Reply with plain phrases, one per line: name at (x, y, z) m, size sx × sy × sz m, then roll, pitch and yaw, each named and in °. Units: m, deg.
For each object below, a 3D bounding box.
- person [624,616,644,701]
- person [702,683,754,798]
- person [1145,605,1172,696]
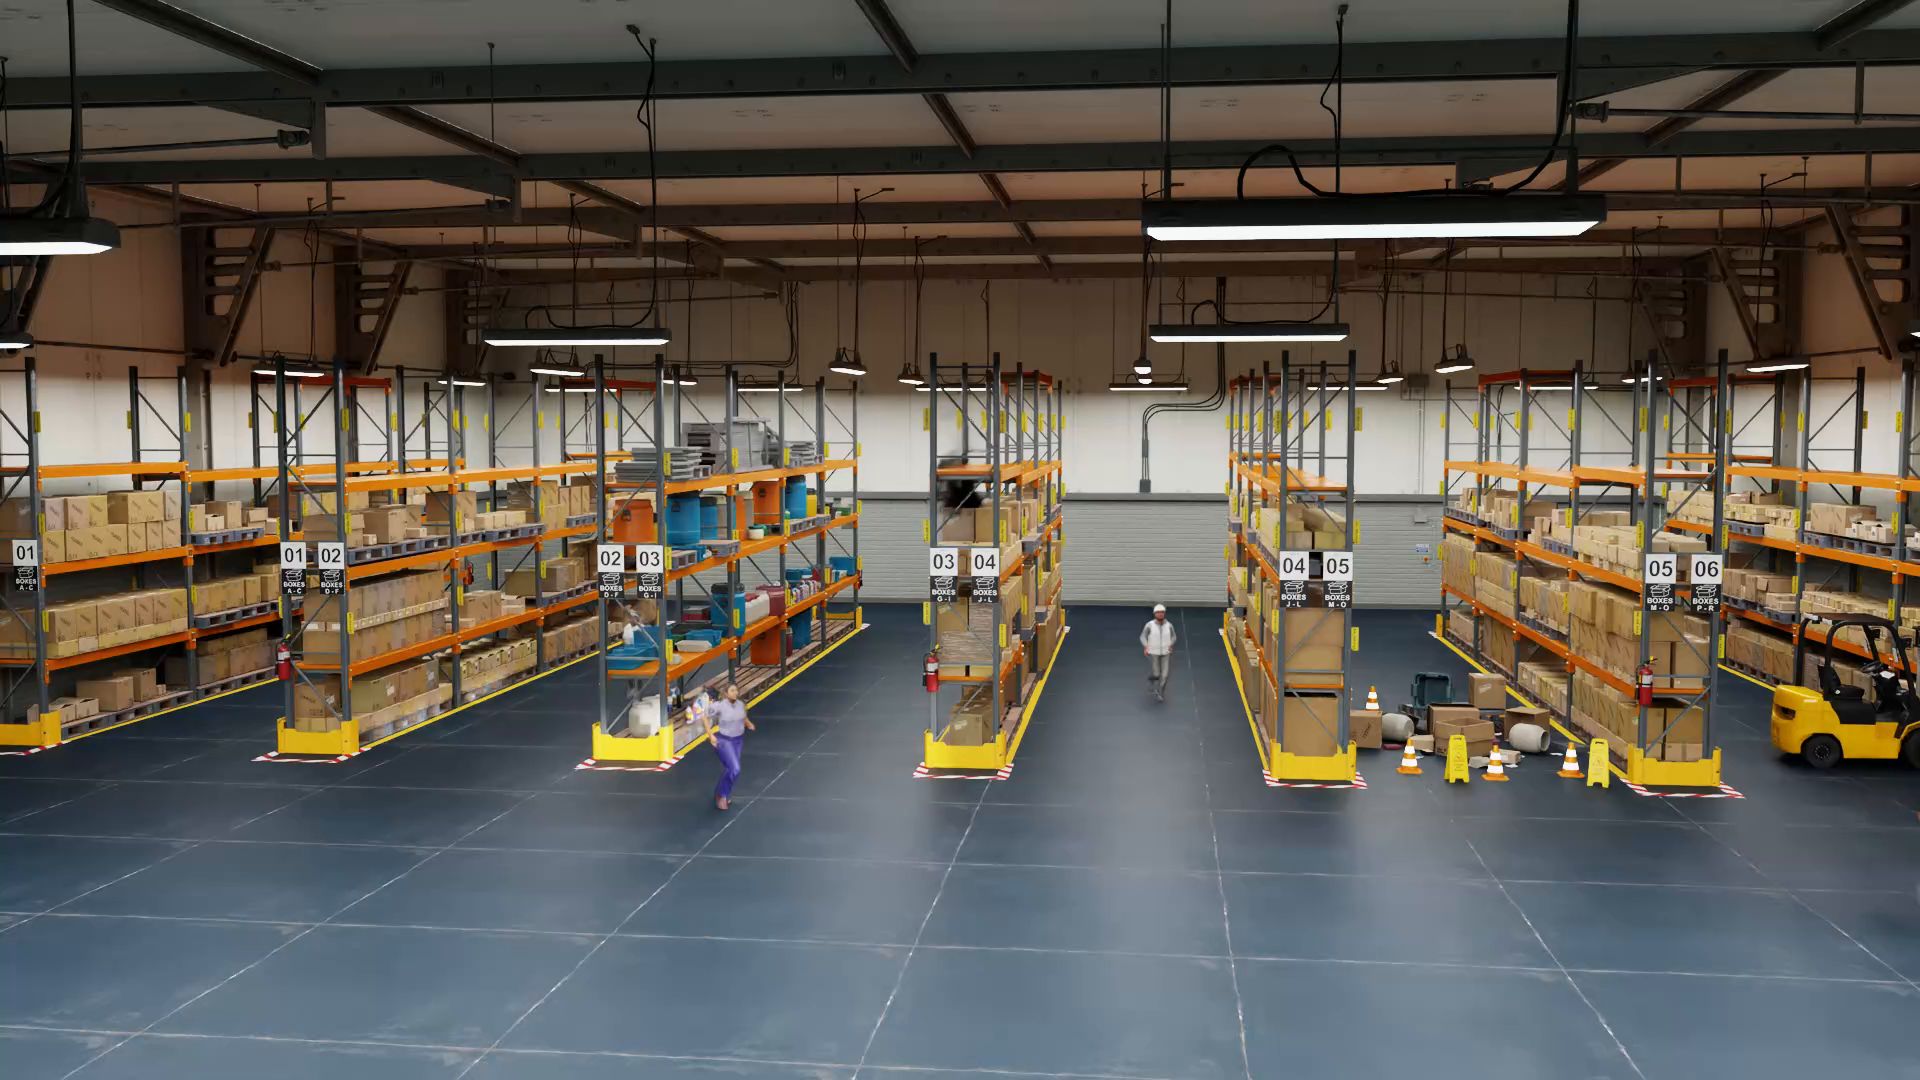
person at (-5.827, 2.089, 29.733) m, size 0.561 × 1.621 × 0.564 m, roll 1°, pitch 4°, yaw 10°
person at (-2.965, 2.607, 21.546) m, size 0.679 × 1.537 × 0.597 m, roll 3°, pitch 5°, yaw 39°
person at (3.559, 2.002, 29.901) m, size 0.517 × 1.669 × 0.536 m, roll 0°, pitch 4°, yaw -5°
